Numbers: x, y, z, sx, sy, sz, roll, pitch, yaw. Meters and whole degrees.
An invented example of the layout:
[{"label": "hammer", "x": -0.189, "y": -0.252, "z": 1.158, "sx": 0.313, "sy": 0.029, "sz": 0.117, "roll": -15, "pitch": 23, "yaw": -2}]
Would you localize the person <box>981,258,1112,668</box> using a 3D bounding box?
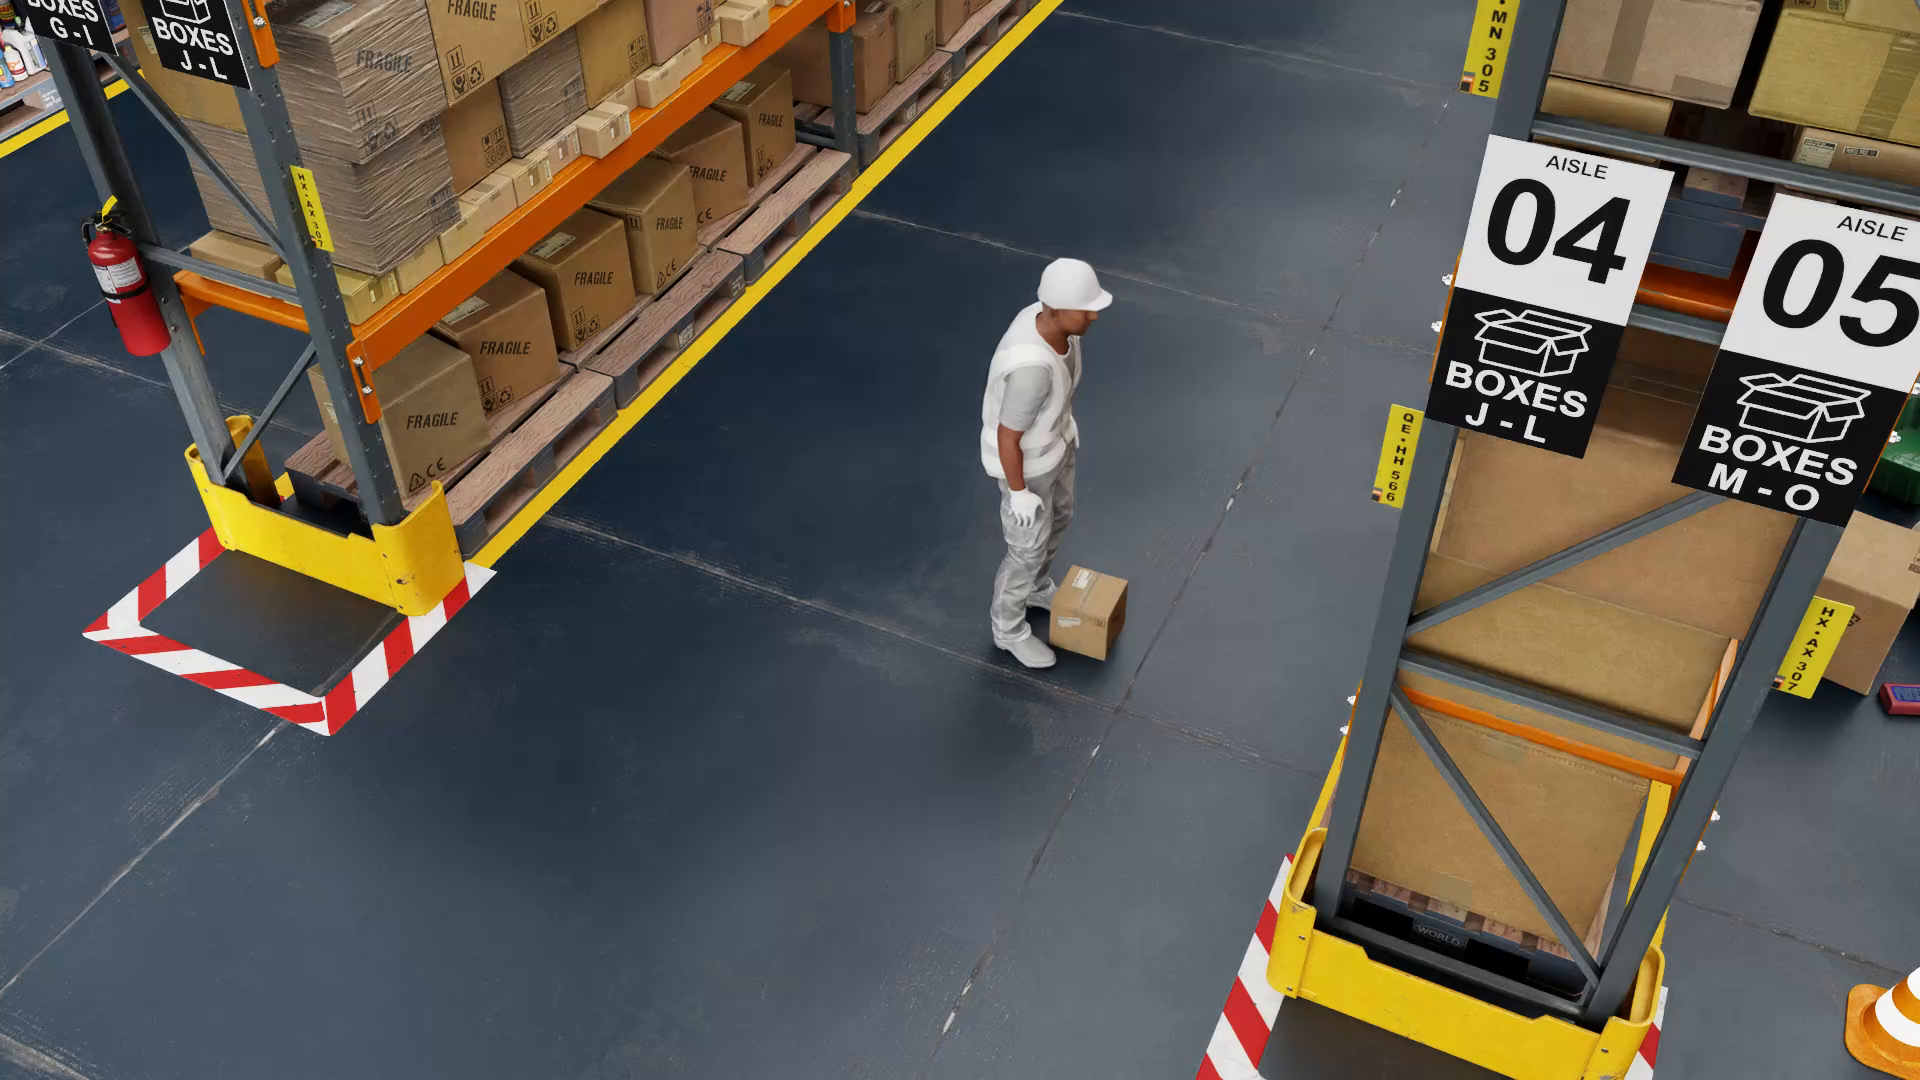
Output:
[{"label": "person", "x": 0.322, "y": -0.325, "z": 6.518, "sx": 0.450, "sy": 1.772, "sz": 0.619, "roll": 15, "pitch": 44, "yaw": 16}]
